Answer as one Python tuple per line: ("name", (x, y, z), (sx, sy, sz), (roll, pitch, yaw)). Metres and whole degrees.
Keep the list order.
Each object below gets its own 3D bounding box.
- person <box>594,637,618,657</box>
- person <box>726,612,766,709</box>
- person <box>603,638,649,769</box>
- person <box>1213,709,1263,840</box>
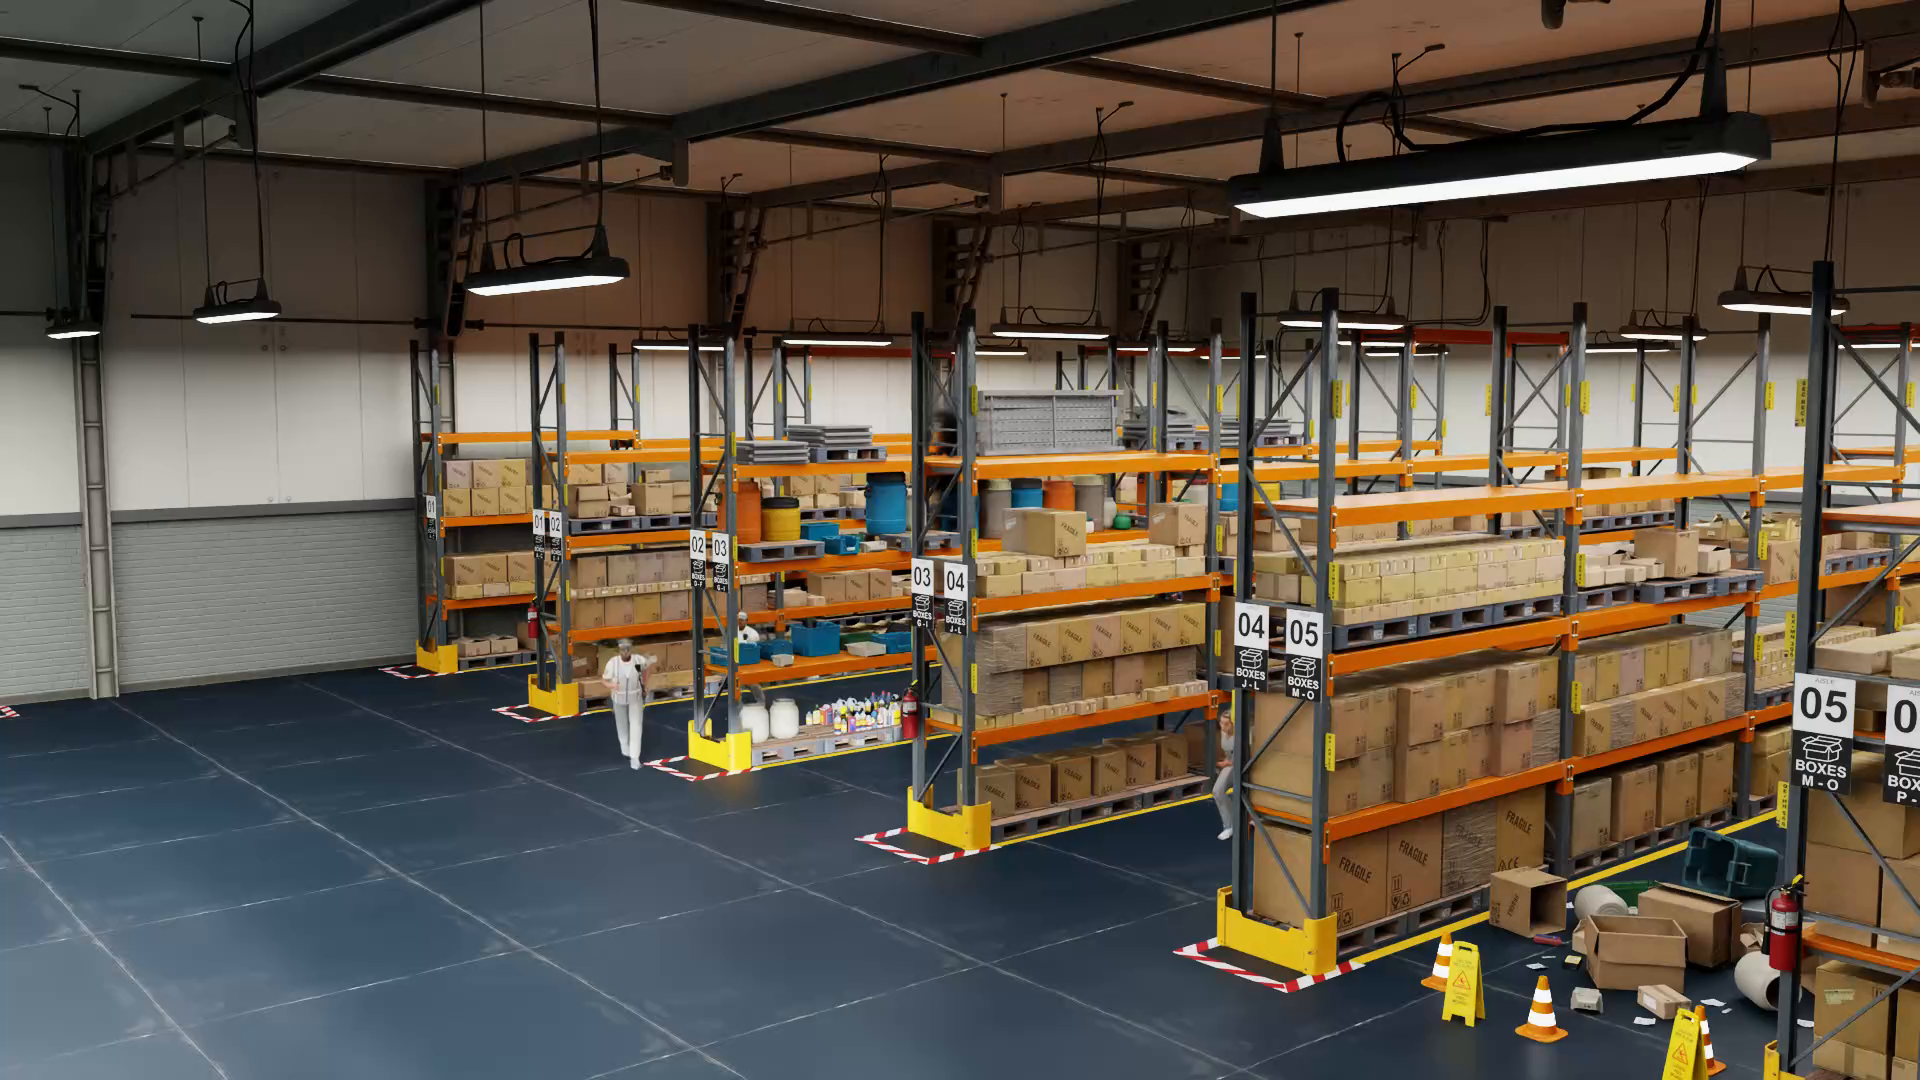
("person", (-6.373, 1.691, 29.581), (0.613, 1.488, 0.834), (2, 6, 22))
("person", (-3.353, 1.953, 25.871), (0.644, 1.715, 0.861), (2, 6, 19))
("person", (-4.557, 2.172, 22.727), (0.615, 1.743, 1.024), (-1, 5, -9))
("person", (3.238, 2.634, 19.062), (0.566, 1.502, 1.060), (5, 7, 44))
